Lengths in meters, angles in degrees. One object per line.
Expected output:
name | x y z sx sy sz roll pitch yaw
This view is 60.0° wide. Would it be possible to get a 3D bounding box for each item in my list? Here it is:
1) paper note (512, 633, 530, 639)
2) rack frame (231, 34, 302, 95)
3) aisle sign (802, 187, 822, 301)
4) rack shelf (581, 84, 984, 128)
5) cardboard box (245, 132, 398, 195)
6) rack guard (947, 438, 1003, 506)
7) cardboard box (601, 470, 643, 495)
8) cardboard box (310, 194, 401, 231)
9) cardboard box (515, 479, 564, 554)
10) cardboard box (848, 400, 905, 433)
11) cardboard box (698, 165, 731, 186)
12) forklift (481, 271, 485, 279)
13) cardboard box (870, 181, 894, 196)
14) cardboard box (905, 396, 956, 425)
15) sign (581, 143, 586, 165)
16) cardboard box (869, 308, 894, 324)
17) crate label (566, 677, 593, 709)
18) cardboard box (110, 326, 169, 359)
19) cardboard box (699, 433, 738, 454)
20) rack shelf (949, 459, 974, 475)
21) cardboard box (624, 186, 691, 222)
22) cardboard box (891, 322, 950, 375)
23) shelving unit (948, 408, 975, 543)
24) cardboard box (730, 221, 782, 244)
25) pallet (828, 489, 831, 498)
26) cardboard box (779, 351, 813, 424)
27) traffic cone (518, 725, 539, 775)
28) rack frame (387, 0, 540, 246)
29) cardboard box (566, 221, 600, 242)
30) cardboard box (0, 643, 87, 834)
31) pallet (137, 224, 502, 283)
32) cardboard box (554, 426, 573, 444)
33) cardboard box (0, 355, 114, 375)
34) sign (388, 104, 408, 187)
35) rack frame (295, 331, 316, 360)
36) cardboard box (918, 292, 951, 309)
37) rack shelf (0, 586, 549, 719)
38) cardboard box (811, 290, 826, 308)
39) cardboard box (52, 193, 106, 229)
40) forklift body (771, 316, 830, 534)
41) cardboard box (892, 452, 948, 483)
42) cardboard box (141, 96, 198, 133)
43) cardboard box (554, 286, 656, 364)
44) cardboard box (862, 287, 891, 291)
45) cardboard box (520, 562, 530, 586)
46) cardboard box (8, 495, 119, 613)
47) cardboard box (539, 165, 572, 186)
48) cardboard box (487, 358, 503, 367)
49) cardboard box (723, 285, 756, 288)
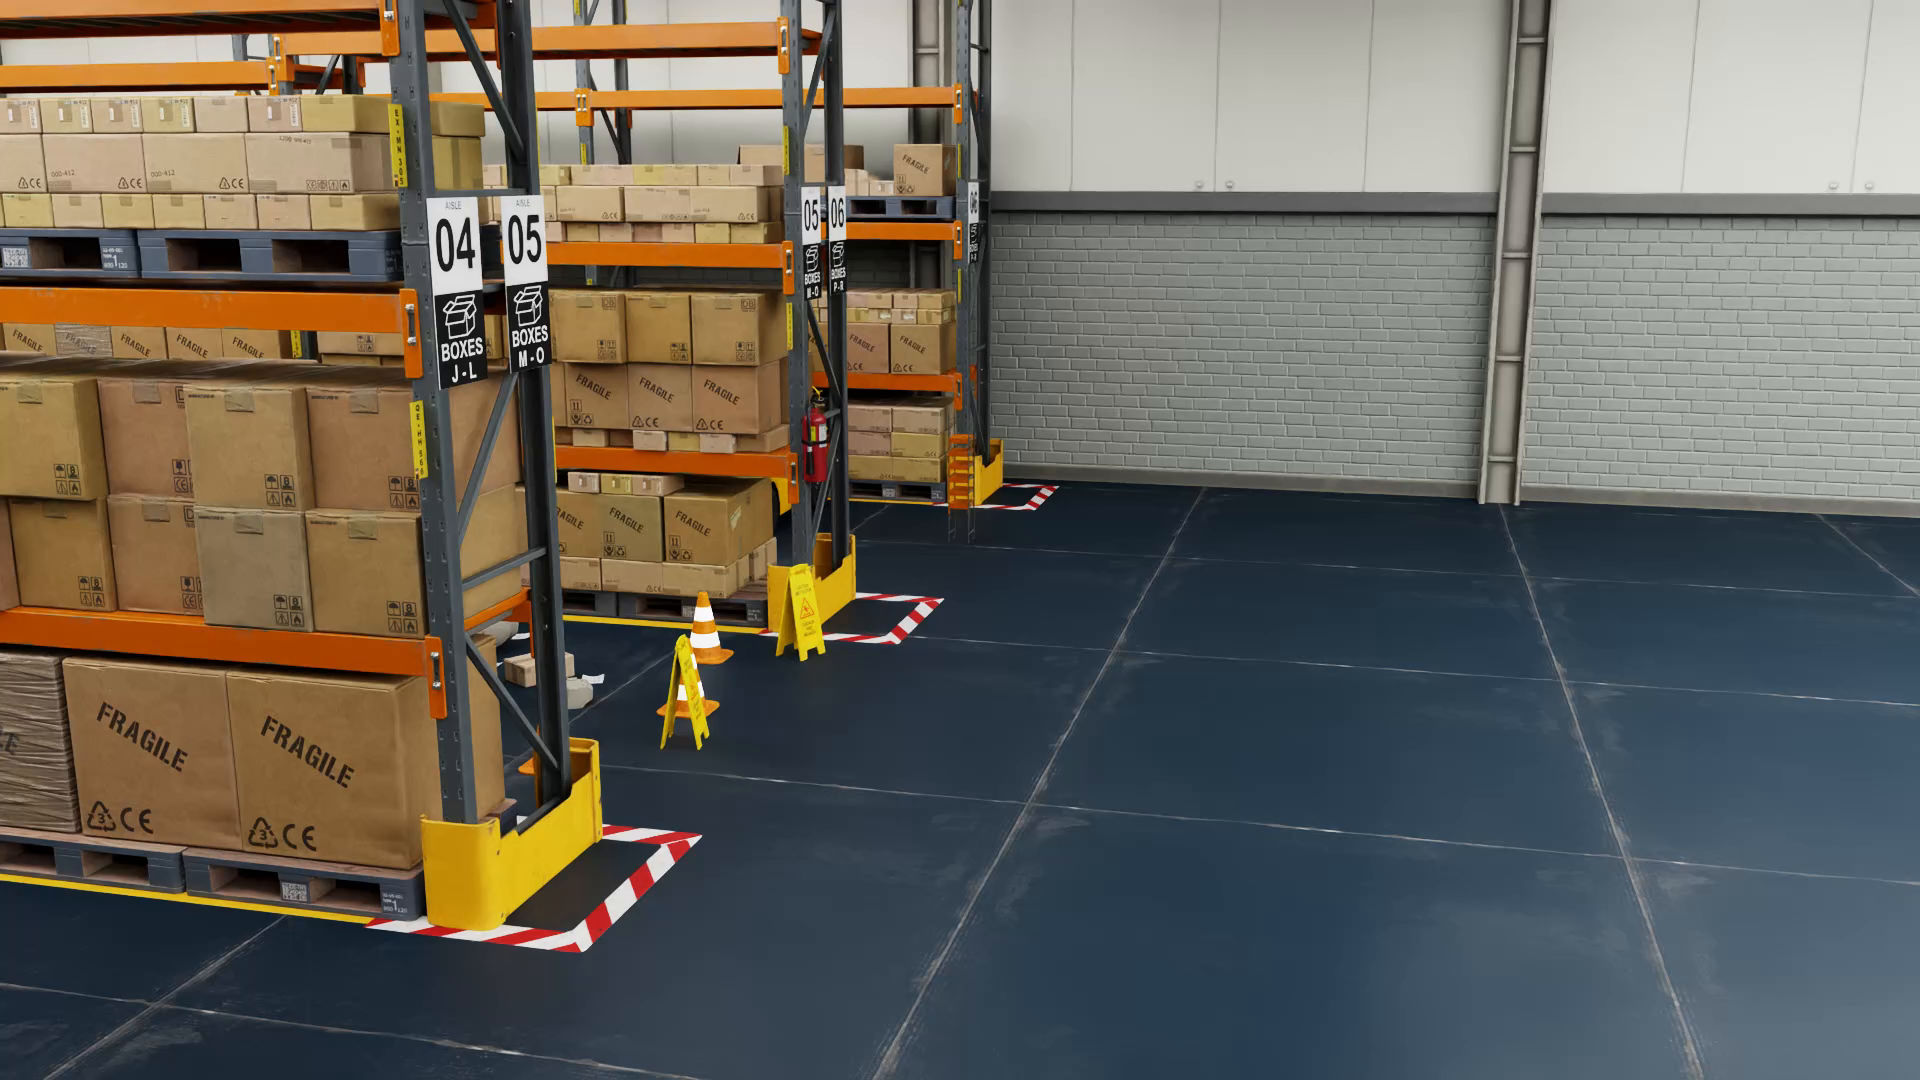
paper note | -3.171 0.690 12.069 0.148 0.019 0.142 -1 13 -6
rack frame | -7.625 -5.287 18.303 0.127 3.000 1.000 3 13 14
aisle sign | -1.053 -2.104 11.805 0.004 0.787 0.394 3 13 14
rack shelf | -1.800 -4.429 17.021 4.000 0.370 1.077 3 13 14
cardboard box | -2.674 -1.610 7.113 0.500 0.250 0.500 3 13 14
rack guard | 0.165 -0.721 17.347 0.348 0.500 1.175 3 13 14
cardboard box | -2.500 -0.450 12.501 0.250 0.149 0.380 3 13 14
cardboard box | -2.536 -1.394 7.063 0.250 0.149 0.380 3 13 13
cardboard box | -3.394 -0.195 12.852 0.500 0.500 0.500 4 13 16
cardboard box | -0.877 -1.277 17.152 0.500 0.250 0.500 3 13 15
cardboard box | -1.684 -2.607 11.888 0.250 0.149 0.380 3 13 15
forklift | -5.235 -1.599 15.689 3.031 2.935 1.130 -1 13 -4
cardboard box | -0.736 -3.518 16.634 0.250 0.149 0.380 3 13 12
cardboard box | -0.280 -1.358 17.518 0.500 0.250 0.500 3 13 13
sign | -3.862 -3.906 17.086 0.005 0.325 0.100 3 13 14
cardboard box | -0.755 -2.301 16.966 0.250 0.149 0.380 3 13 15
crate label | -2.485 0.971 10.558 0.298 0.136 0.250 -4 13 -16
cardboard box | -6.412 -1.535 13.355 0.500 0.500 0.500 4 13 15
cardboard box | -1.731 -0.740 12.242 0.250 0.149 0.380 3 13 13
rack shelf | 0.014 -0.659 15.100 0.180 0.103 0.258 3 13 14
cardboard box | -2.090 -2.434 12.031 0.500 0.250 0.500 3 13 13
cardboard box | -0.399 -1.962 16.937 0.500 0.500 0.500 3 13 12
shelving unit | 0.014 -0.585 15.117 0.189 1.200 0.258 3 13 14
cardboard box | -1.457 -2.200 11.897 0.250 0.149 0.380 3 13 14
pallet | -1.792 -0.676 17.810 1.213 0.211 1.003 3 13 14
cardboard box | -1.437 -1.176 12.707 0.500 0.500 0.500 3 13 13
traffic cone | -2.307 1.060 9.406 0.334 0.463 0.336 3 13 14
rack frame | -2.132 -2.781 7.011 0.127 3.000 1.000 3 13 14
cardboard box | -2.694 -2.273 12.223 0.250 0.149 0.380 3 13 12
cardboard box | -4.545 0.865 8.360 0.875 0.875 0.875 3 13 14
pallet | -2.855 -1.310 7.509 1.213 0.211 1.003 3 13 14
cardboard box | -2.938 -0.834 12.664 0.250 0.149 0.380 3 13 14
cardboard box | -4.612 -0.573 8.069 0.550 0.550 0.875 3 13 14
sign | -2.275 -1.597 6.737 0.005 0.325 0.100 3 13 14
rack frame | -4.927 -1.106 13.312 0.127 3.000 1.000 3 13 14
cardboard box | -0.257 -2.428 16.852 0.250 0.149 0.380 3 13 14
rack shelf | -4.074 0.395 8.206 4.000 0.370 1.077 3 13 14
cardboard box | -1.520 -2.473 17.056 0.250 0.149 0.380 3 13 15
cardboard box | -3.769 -1.460 7.361 0.250 0.149 0.380 3 13 14
forklift body | -2.136 -1.243 15.888 1.214 2.155 2.313 3 13 14
cardboard box | -0.390 -0.763 17.144 0.500 0.250 0.500 3 13 14
cardboard box | -3.283 -1.823 7.156 0.250 0.149 0.380 3 13 14
cardboard box | -2.602 -1.594 12.285 0.500 0.500 0.700 3 13 13
cardboard box | -0.876 -2.563 17.463 0.250 0.149 0.380 3 13 14
cardboard box | -3.383 0.171 12.934 0.500 0.250 0.500 3 13 13
cardboard box | -4.080 -0.034 8.131 0.500 0.550 0.875 3 13 14
cardboard box | -2.940 -2.658 12.118 0.250 0.149 0.380 3 13 15
cardboard box | -3.590 -1.169 12.676 0.500 0.500 0.500 3 13 13
cardboard box | -2.361 -2.658 17.890 0.250 0.149 0.380 3 13 13
